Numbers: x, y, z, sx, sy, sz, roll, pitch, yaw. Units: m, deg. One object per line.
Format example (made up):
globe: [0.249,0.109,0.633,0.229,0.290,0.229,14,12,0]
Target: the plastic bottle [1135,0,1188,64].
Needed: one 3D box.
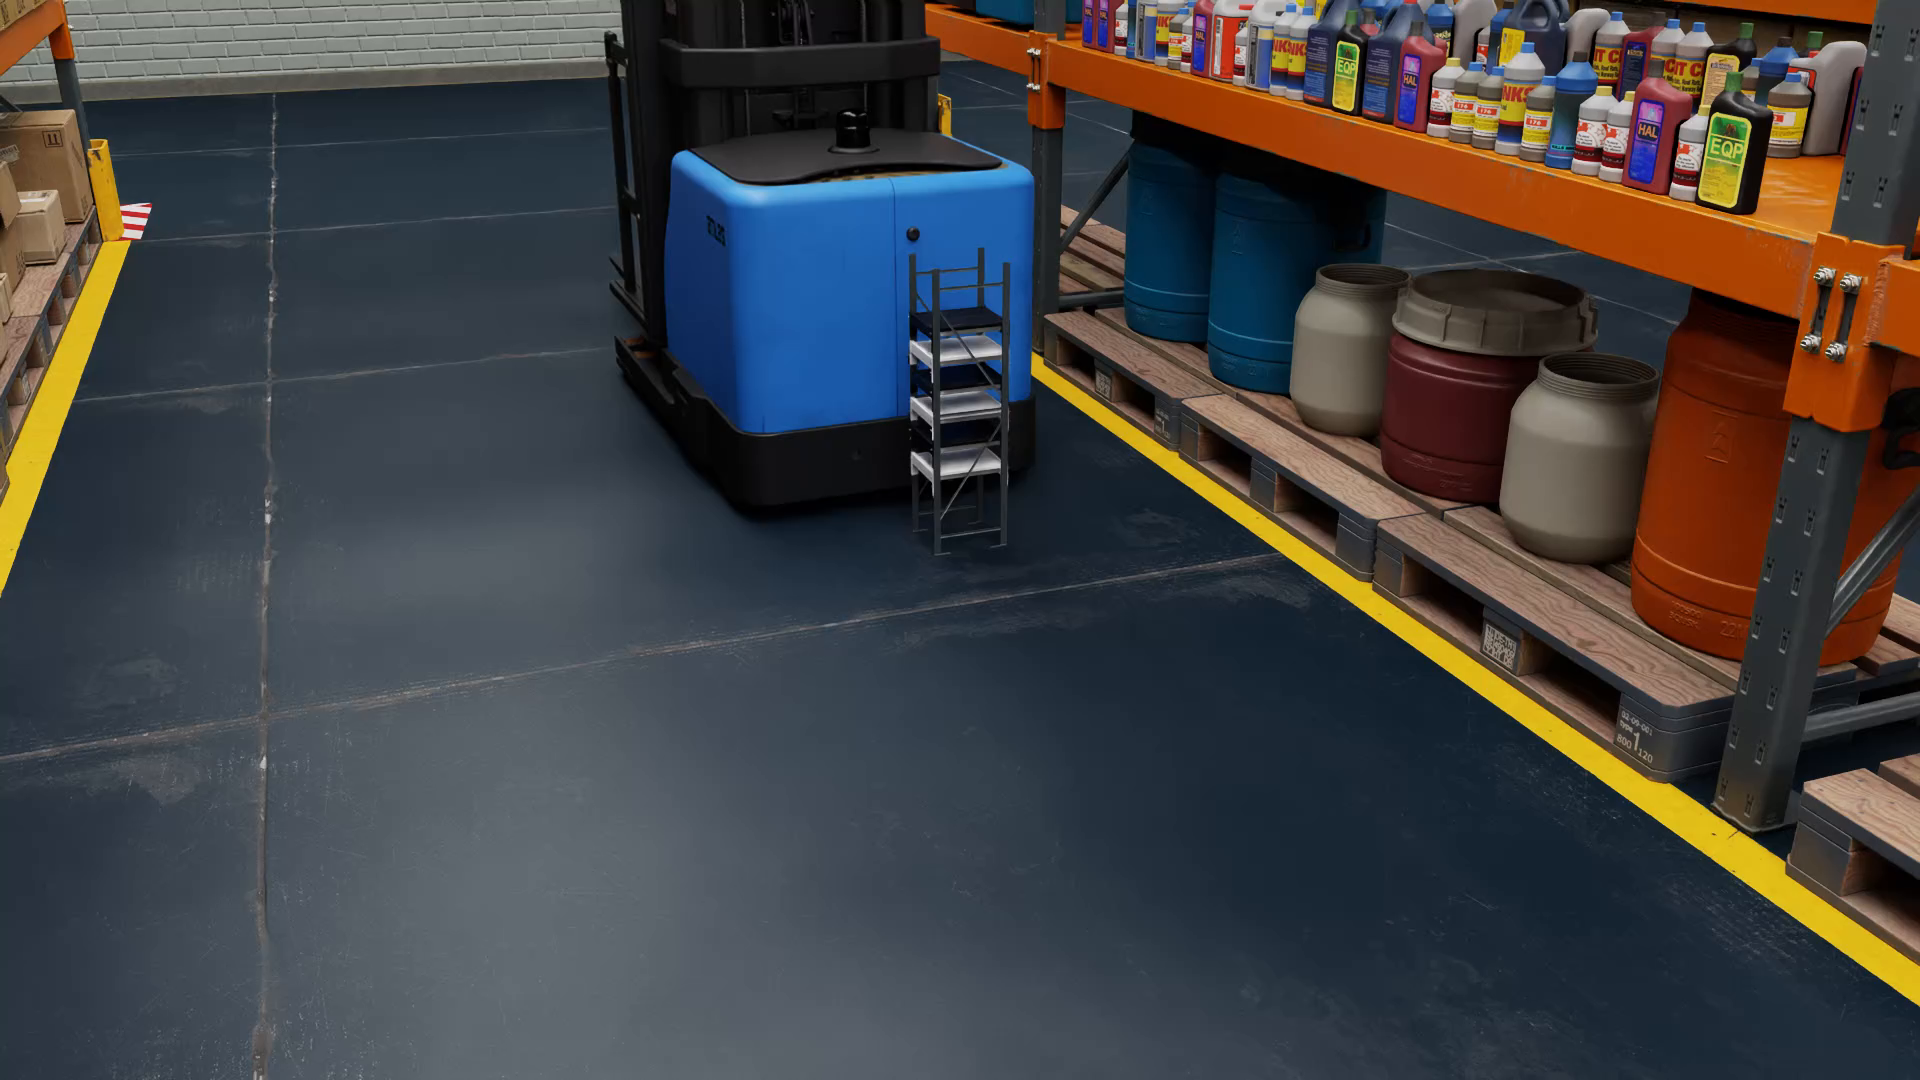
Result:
plastic bottle: [0.723,-1.856,5.952,0.152,0.276,0.135,-8,24,-19]

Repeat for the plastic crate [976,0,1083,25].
plastic crate: [0.302,-2.410,7.049,0.392,0.384,0.575,-8,24,-19]

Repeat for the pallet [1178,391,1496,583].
pallet: [1.455,-0.252,5.576,1.003,0.211,1.213,-8,24,-19]

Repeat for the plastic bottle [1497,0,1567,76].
plastic bottle: [1.712,-1.485,4.975,0.144,0.351,0.185,-8,24,-19]

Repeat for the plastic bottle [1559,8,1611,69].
plastic bottle: [1.859,-1.462,5.016,0.152,0.276,0.135,-8,24,-19]

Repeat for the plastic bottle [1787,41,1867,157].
plastic bottle: [2.186,-1.126,4.219,0.152,0.276,0.135,-8,24,-19]

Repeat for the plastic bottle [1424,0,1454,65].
plastic bottle: [1.555,-1.636,5.434,0.097,0.271,0.097,0,23,0]

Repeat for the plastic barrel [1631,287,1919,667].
plastic barrel: [2.011,-0.182,4.074,0.600,0.830,0.708,-8,24,-19]

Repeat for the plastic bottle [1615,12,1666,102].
plastic bottle: [1.983,-1.387,4.830,0.061,0.283,0.133,-8,24,-19]

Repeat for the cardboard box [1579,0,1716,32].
cardboard box: [4.629,-3.062,10.848,0.875,0.875,0.875,-8,24,-19]

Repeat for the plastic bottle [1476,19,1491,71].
plastic bottle: [1.731,-1.589,5.414,0.097,0.201,0.097,0,23,0]

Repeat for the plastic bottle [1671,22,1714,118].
plastic bottle: [2.042,-1.302,4.643,0.097,0.271,0.097,0,23,0]

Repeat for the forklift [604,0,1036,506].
forklift: [-0.770,-2.002,6.226,1.130,2.935,3.031,-9,24,-20]

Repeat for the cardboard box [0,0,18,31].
cardboard box: [-4.314,-2.409,6.976,0.500,0.500,0.500,-9,24,-20]

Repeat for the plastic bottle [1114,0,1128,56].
plastic bottle: [0.622,-1.896,6.141,0.097,0.201,0.097,0,23,0]

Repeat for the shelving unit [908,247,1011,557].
shelving unit: [-0.003,-0.418,5.082,0.258,0.900,0.210,-8,24,-19]

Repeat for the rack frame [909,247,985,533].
rack frame: [-0.039,-0.455,5.170,0.240,0.900,0.006,-8,24,-19]

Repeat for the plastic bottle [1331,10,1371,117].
plastic bottle: [1.141,-1.379,4.810,0.061,0.283,0.133,-8,24,-19]

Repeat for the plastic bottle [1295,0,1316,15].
plastic bottle: [1.282,-1.935,6.043,0.144,0.351,0.185,-8,24,-19]

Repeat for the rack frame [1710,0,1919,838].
rack frame: [2.199,-0.813,3.318,1.000,3.000,0.127,-8,24,-19]

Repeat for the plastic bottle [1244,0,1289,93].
plastic bottle: [1.002,-1.569,5.269,0.152,0.276,0.135,-8,24,-19]

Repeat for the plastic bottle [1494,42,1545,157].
plastic bottle: [1.415,-1.112,4.193,0.097,0.271,0.097,0,23,0]

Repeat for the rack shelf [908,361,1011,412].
rack shelf: [-0.003,-0.470,5.060,0.258,0.077,0.200,-8,24,-19]

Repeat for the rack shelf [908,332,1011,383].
rack shelf: [-0.003,-0.553,5.025,0.258,0.077,0.200,-8,24,-19]

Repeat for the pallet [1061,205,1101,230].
pallet: [0.056,-1.688,8.983,1.003,0.211,1.213,-8,24,-19]

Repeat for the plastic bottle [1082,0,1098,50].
plastic bottle: [0.517,-2.021,6.334,0.061,0.283,0.133,-8,24,-19]

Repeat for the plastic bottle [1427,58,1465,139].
plastic bottle: [1.311,-1.186,4.458,0.097,0.201,0.097,0,23,0]

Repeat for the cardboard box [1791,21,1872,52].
cardboard box: [5.262,-2.412,9.305,0.875,0.875,0.875,-8,24,-19]

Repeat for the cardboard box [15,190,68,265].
cardboard box: [-4.532,-1.465,7.837,0.500,0.250,0.500,-8,24,-19]

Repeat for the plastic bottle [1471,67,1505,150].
plastic bottle: [1.380,-1.115,4.290,0.097,0.201,0.097,0,23,0]

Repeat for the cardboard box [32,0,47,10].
cardboard box: [-4.663,-2.775,7.842,0.500,0.500,0.500,-8,24,-19]

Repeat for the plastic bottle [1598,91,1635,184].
plastic bottle: [1.552,-0.939,3.871,0.097,0.201,0.097,0,23,0]

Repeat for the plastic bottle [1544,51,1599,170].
plastic bottle: [1.483,-1.042,4.025,0.097,0.271,0.097,0,23,0]

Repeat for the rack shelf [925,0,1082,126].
rack shelf: [0.080,-2.662,8.630,1.077,0.370,4.000,-8,24,-19]

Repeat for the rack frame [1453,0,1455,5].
rack frame: [4.007,-4.400,11.827,1.000,3.000,0.127,-8,24,-19]

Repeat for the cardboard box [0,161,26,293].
cardboard box: [-4.517,-1.323,7.174,0.797,0.503,0.637,-8,24,-19]

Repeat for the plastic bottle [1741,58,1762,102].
plastic bottle: [2.123,-1.186,4.457,0.097,0.201,0.097,0,23,0]

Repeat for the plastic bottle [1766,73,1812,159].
plastic bottle: [2.075,-1.068,4.177,0.097,0.201,0.097,0,23,0]

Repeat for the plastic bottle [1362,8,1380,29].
plastic bottle: [1.221,-1.470,5.040,0.097,0.271,0.097,0,23,0]

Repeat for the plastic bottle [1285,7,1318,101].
plastic bottle: [1.052,-1.485,5.077,0.097,0.271,0.097,0,23,0]

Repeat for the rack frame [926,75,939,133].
rack frame: [-0.627,-3.720,10.215,1.000,3.000,0.127,-8,24,-19]

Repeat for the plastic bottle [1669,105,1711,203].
plastic bottle: [1.634,-0.855,3.672,0.097,0.201,0.097,0,23,0]

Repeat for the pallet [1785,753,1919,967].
pallet: [2.437,0.758,3.179,1.003,0.211,1.213,-8,24,-19]

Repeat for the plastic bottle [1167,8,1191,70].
plastic bottle: [0.772,-1.741,5.773,0.097,0.201,0.097,0,23,0]

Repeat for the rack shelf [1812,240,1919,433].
rack shelf: [2.906,0.245,1.733,1.077,0.370,4.000,-8,24,-19]

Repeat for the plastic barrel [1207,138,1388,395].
plastic barrel: [1.213,-1.036,6.007,0.600,0.901,0.708,-8,24,-19]

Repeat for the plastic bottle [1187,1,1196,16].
plastic bottle: [0.833,-1.846,6.023,0.097,0.201,0.097,0,23,0]

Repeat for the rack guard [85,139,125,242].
rack guard: [-5.235,-1.862,9.025,1.175,0.500,0.348,-8,24,-19]

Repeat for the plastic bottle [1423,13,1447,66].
plastic bottle: [1.323,-1.350,4.742,0.061,0.283,0.133,-8,24,-19]

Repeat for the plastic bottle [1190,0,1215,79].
plastic bottle: [0.831,-1.699,5.568,0.061,0.283,0.133,-8,24,-19]

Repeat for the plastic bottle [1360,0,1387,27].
plastic bottle: [1.425,-1.769,5.750,0.097,0.271,0.097,0,23,0]

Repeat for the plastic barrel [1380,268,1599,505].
plastic barrel: [1.612,-0.481,5.094,0.600,0.588,0.708,-8,24,-19]

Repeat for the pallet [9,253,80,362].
pallet: [-4.525,-0.997,7.344,1.003,0.211,1.213,-8,24,-19]

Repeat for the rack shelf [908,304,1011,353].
rack shelf: [-0.003,-0.636,4.990,0.258,0.077,0.200,-8,24,-19]

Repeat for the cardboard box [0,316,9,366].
cardboard box: [-3.795,-0.734,6.026,0.500,0.311,0.500,-8,24,-19]

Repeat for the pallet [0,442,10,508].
pallet: [-3.526,-0.013,5.010,1.003,0.211,1.213,-8,24,-19]

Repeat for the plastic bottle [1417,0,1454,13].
plastic bottle: [1.583,-1.746,5.690,0.152,0.276,0.135,-8,24,-19]
